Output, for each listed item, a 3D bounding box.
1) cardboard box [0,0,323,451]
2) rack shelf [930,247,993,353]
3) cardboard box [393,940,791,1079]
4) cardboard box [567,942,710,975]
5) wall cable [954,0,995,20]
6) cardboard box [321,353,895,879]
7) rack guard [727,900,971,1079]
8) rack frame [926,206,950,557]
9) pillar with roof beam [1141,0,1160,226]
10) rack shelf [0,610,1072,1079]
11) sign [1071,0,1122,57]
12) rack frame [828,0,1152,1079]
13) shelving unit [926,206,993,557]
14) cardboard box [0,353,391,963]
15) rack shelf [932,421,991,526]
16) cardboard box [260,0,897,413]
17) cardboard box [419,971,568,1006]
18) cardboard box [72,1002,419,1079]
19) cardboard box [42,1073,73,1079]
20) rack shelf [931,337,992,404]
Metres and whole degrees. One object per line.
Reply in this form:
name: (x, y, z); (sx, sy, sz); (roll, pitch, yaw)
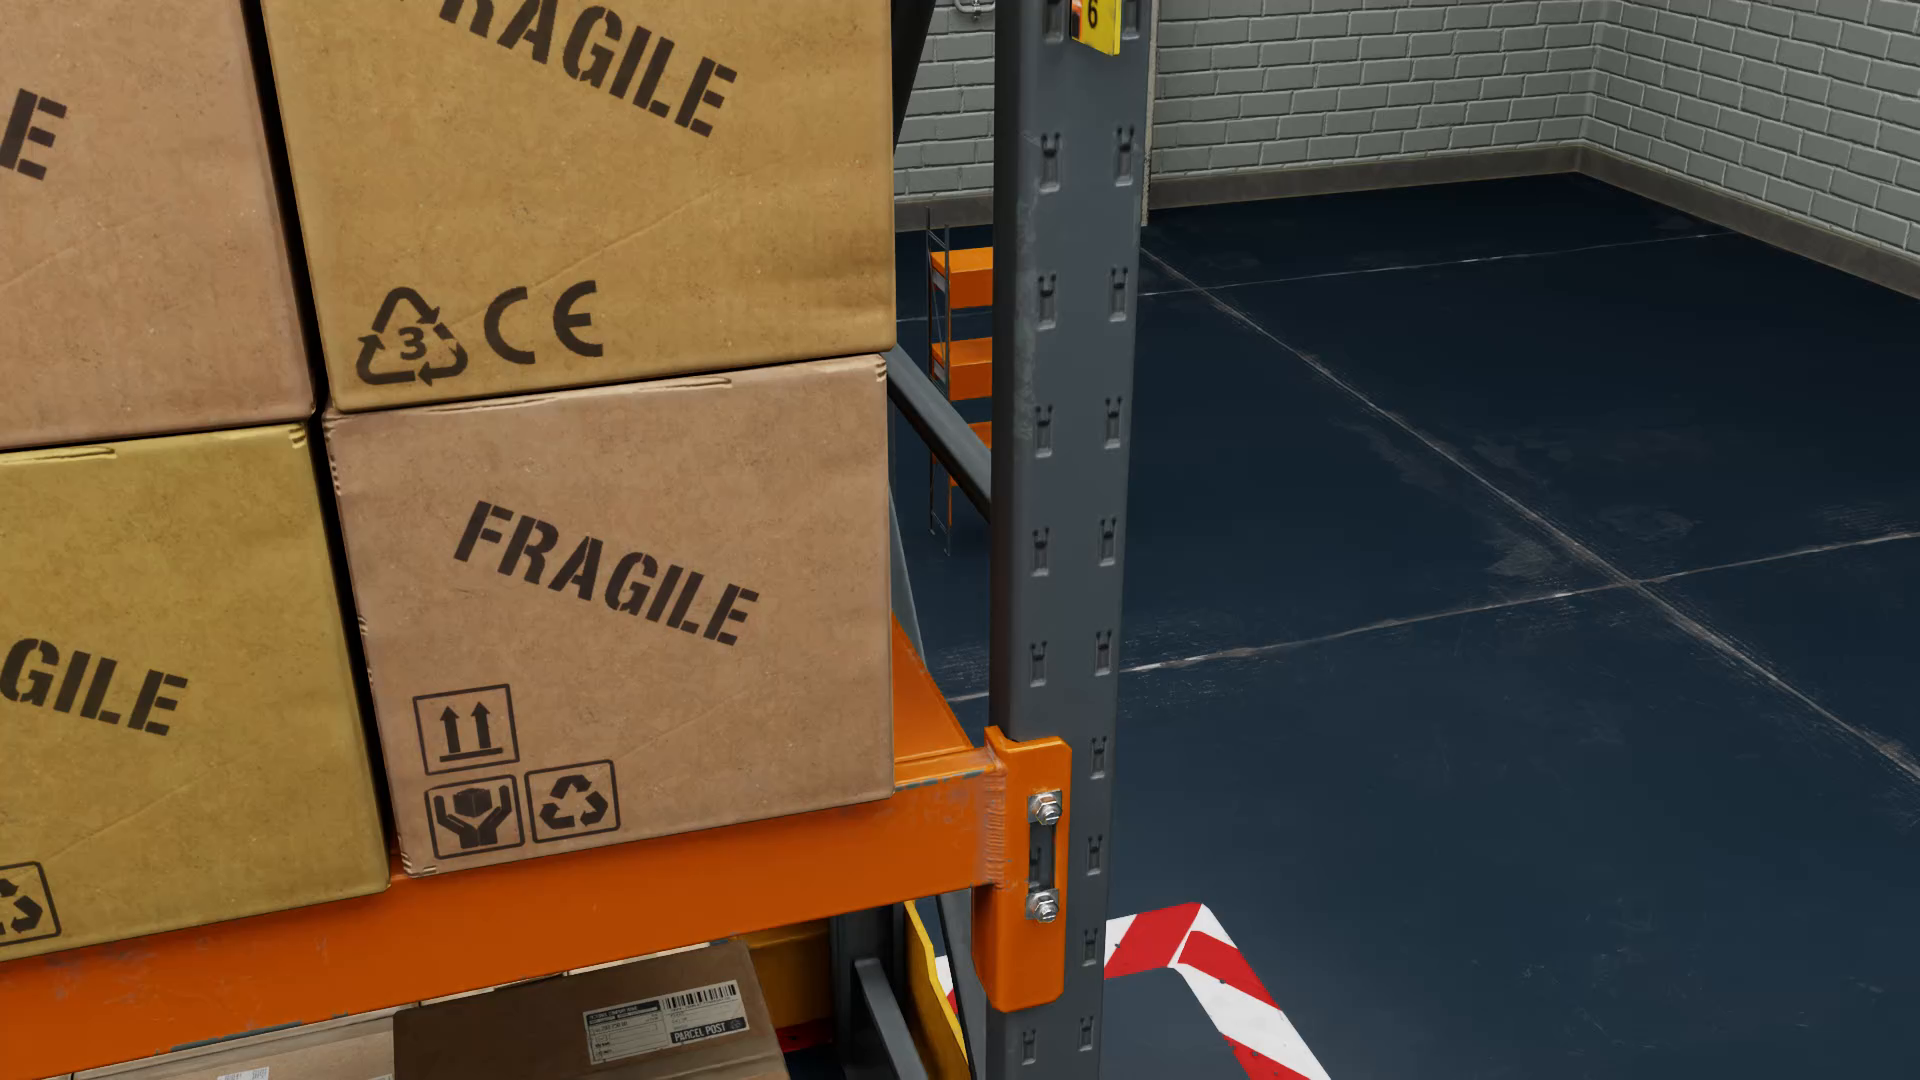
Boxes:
cardboard box: (-0.854, -0.399, 1.443); (0.500, 0.500, 0.500); (-7, 27, -15)
rack shelf: (0.051, -0.722, 4.910); (0.240, 0.259, 0.215); (-8, 28, -16)
cardboard box: (-0.476, 0.948, 2.284); (0.500, 0.500, 0.500); (-8, 28, -16)
cardboard box: (-0.540, 0.839, 2.899); (0.250, 0.149, 0.380); (-8, 28, -16)
wall cable: (-0.648, -3.279, 7.339); (1.851, 1.984, 0.084); (-8, 28, -16)
cardboard box: (-0.377, -0.022, 1.808); (0.500, 0.500, 0.500); (-7, 27, -15)
rack guard: (-0.108, 0.976, 2.721); (0.348, 0.500, 1.175); (-8, 28, -16)
rack frame: (-0.065, -0.461, 4.998); (0.008, 1.050, 0.200); (-8, 28, -16)
pillar with roof beam: (2.059, -3.852, 2.889); (0.400, 9.000, 9.100); (-8, 28, -16)
rack shelf: (-1.937, 0.444, 1.791); (4.000, 0.370, 1.077); (-8, 28, -16)
sign: (0.117, -0.576, 1.380); (0.005, 0.325, 0.100); (-8, 28, -16)
rack frame: (-0.036, -0.154, 2.186); (0.127, 3.000, 1.000); (-8, 28, -16)
shelving unit: (0.051, -0.478, 5.031); (0.252, 1.050, 0.215); (-8, 28, -16)
cardboard box: (-0.869, 0.051, 1.661); (0.500, 0.500, 0.500); (-8, 28, -16)
rack shelf: (0.051, -0.219, 5.160); (0.240, 0.259, 0.215); (-8, 28, -16)
cardboard box: (-0.374, -0.469, 1.584); (0.500, 0.500, 0.500); (-8, 28, -17)
cardboard box: (-0.778, 0.865, 2.826); (0.250, 0.166, 0.380); (-8, 28, -16)
cardboard box: (-1.116, 0.905, 2.652); (0.500, 0.250, 0.500); (-8, 28, -16)
cardboard box: (-1.591, 0.973, 2.513); (0.500, 0.250, 0.500); (-8, 28, -16)
rack shelf: (0.051, -0.468, 5.036); (0.240, 0.259, 0.215); (-8, 28, -16)
